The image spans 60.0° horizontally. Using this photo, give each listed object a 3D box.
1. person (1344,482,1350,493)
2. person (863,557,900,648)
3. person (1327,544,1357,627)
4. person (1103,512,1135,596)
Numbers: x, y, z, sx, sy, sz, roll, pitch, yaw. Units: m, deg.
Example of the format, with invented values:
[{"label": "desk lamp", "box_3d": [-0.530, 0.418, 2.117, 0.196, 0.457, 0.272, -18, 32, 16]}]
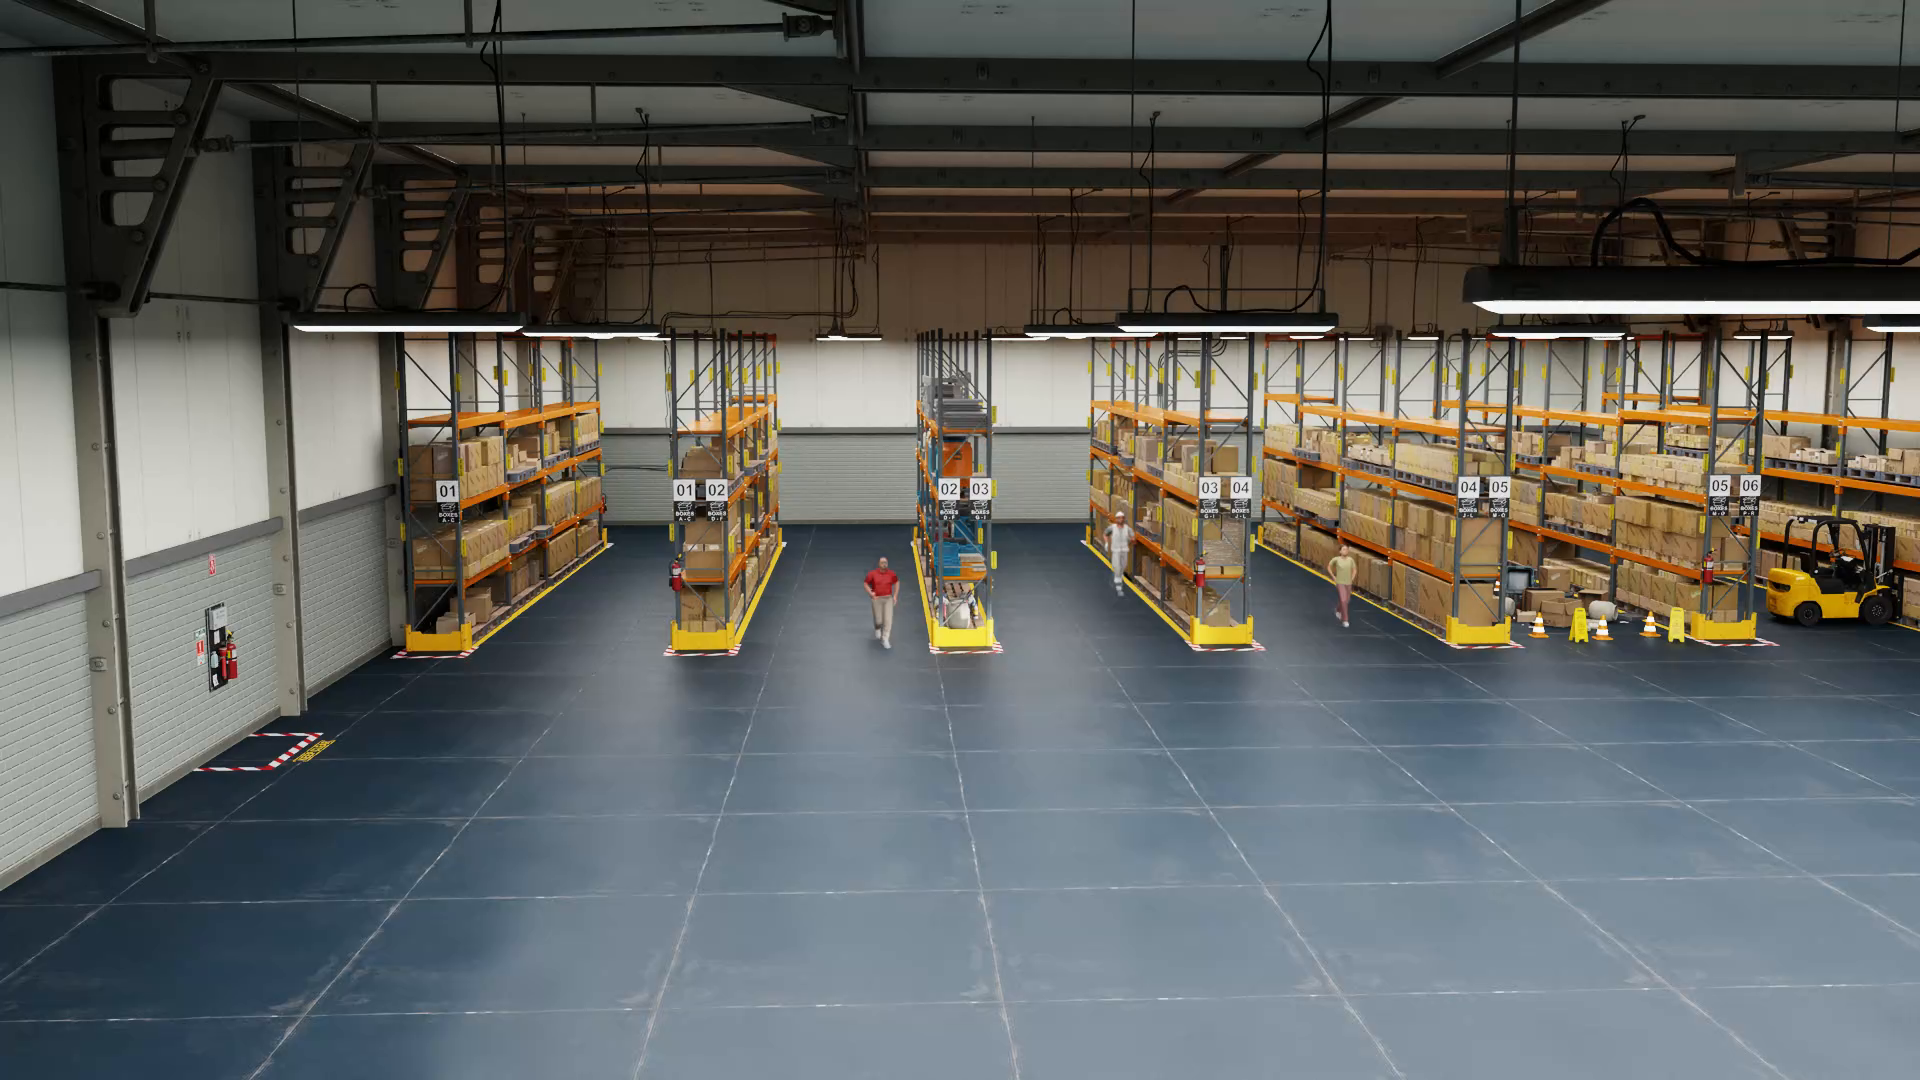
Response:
[{"label": "person", "box_3d": [11.360, -0.923, 49.342, 0.548, 1.656, 0.628, 0, 7, -1]}, {"label": "person", "box_3d": [-1.482, 1.172, 31.664, 0.700, 1.713, 0.683, -1, 7, -10]}, {"label": "person", "box_3d": [7.816, 0.903, 33.988, 0.588, 1.667, 0.835, -1, 7, -9]}, {"label": "person", "box_3d": [3.463, 0.298, 35.956, 0.658, 1.825, 0.937, -1, 7, -9]}]
